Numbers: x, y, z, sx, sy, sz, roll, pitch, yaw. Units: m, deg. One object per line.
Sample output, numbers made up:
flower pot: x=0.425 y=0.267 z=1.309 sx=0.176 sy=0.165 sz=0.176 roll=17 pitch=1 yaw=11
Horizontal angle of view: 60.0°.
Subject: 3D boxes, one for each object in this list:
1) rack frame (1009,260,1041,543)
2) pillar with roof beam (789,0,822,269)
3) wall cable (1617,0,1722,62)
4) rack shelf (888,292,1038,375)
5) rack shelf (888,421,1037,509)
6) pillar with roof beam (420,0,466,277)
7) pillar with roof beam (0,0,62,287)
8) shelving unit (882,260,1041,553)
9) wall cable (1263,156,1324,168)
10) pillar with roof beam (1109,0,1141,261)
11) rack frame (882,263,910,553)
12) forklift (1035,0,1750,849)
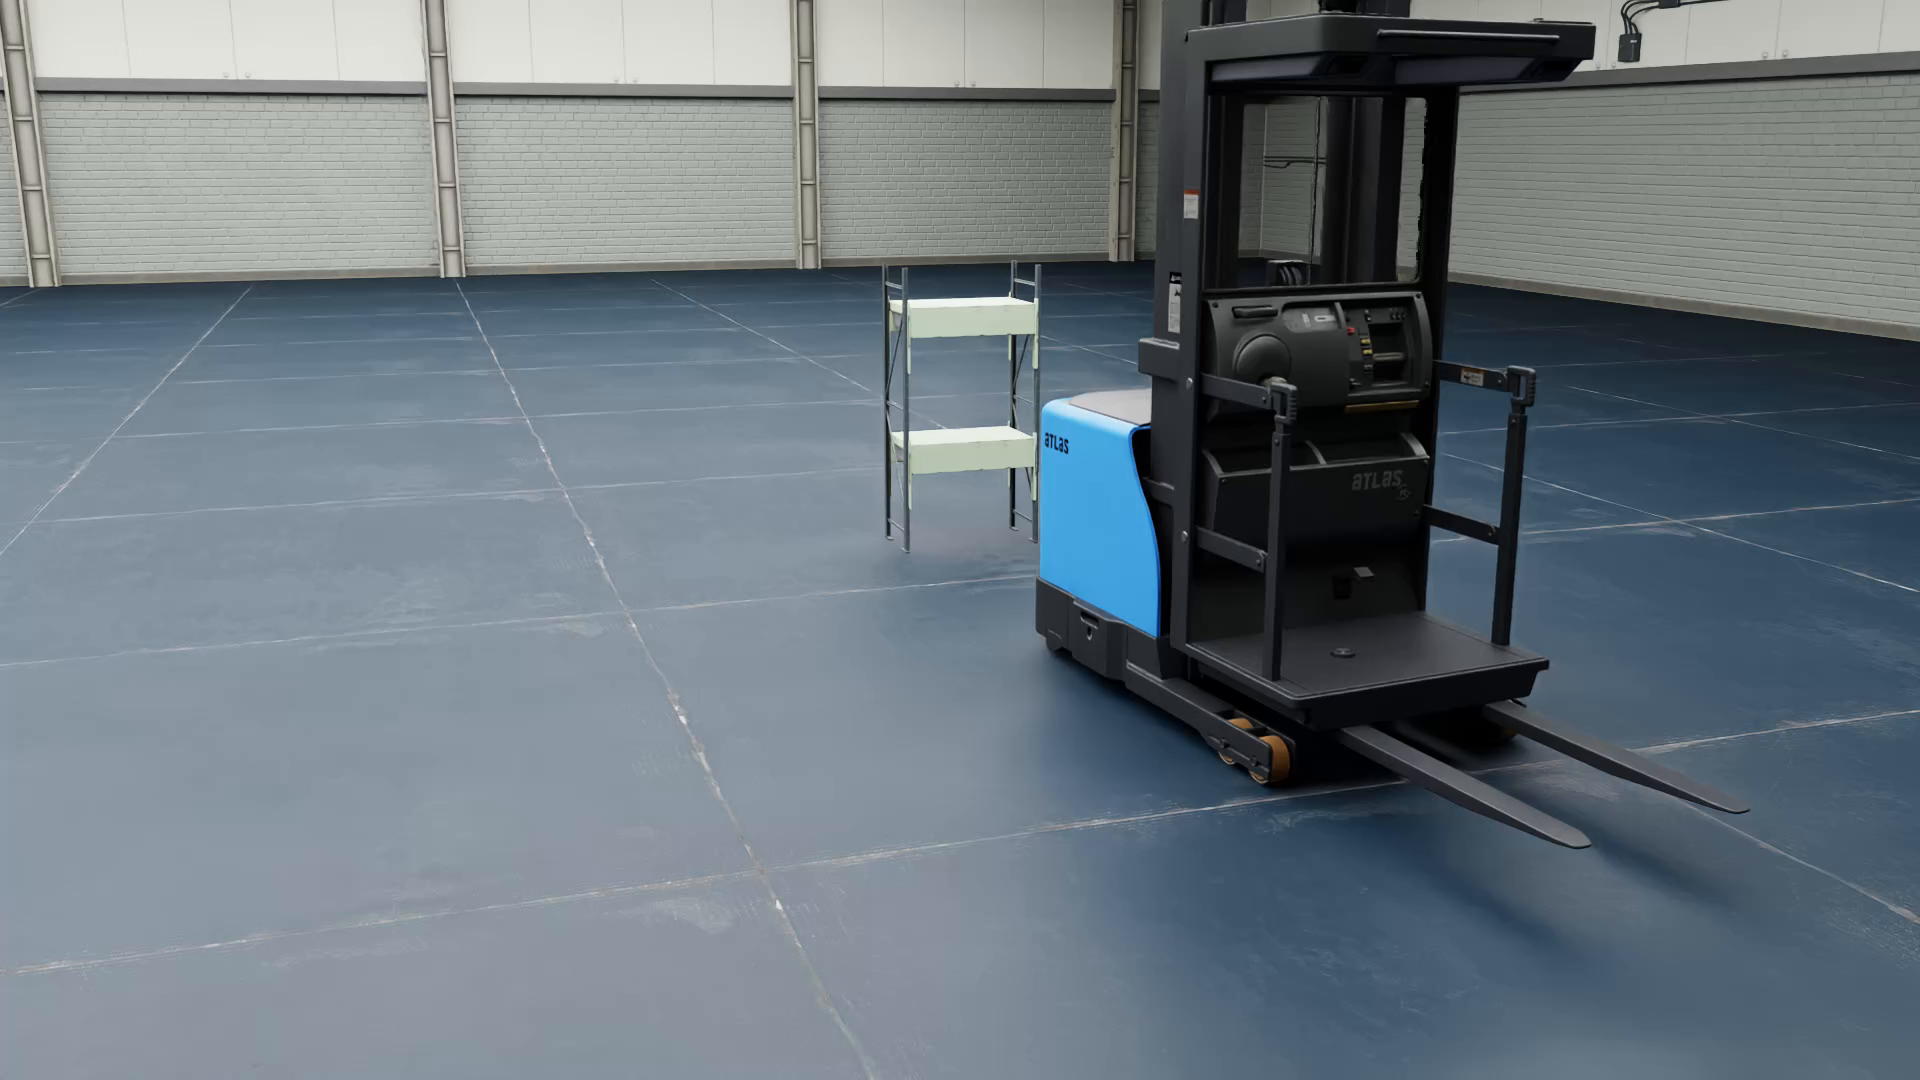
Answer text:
rack frame: x=0.353 y=-0.757 z=9.085 sx=0.023 sy=1.500 sz=0.400 roll=-4 pitch=14 yaw=-18
pillar with roof beam: x=-1.294 y=-8.220 z=24.255 sx=0.400 sy=9.000 sz=9.100 roll=-4 pitch=14 yaw=-18
wall cable: x=9.246 y=-9.106 z=20.629 sx=0.169 sy=6.003 sz=2.305 roll=-4 pitch=14 yaw=-18
rack shelf: x=0.006 y=-1.110 z=8.881 sx=0.720 sy=0.370 sz=0.431 roll=-4 pitch=14 yaw=-18
rack shelf: x=0.006 y=-0.413 z=9.047 sx=0.720 sy=0.370 sz=0.431 roll=-4 pitch=14 yaw=-18
pillar with roof beam: x=-6.981 y=-7.777 z=22.393 sx=0.400 sy=9.000 sz=9.100 roll=-4 pitch=14 yaw=-18
pillar with roof beam: x=-12.667 y=-7.335 z=20.532 sx=0.400 sy=9.000 sz=9.100 roll=-4 pitch=14 yaw=-18
shelving unit: x=0.006 y=-0.730 z=8.971 sx=0.755 sy=1.500 sz=0.431 roll=-4 pitch=14 yaw=-18
wall cable: x=6.233 y=-8.024 z=30.140 sx=0.112 sy=2.526 sz=3.097 roll=-4 pitch=14 yaw=-18
pillar with roof beam: x=4.393 y=-8.663 z=26.117 sx=0.400 sy=9.000 sz=9.100 roll=-4 pitch=14 yaw=-18
rack frame: x=-0.341 y=-0.703 z=8.858 sx=0.023 sy=1.500 sz=0.400 roll=-4 pitch=14 yaw=-18
forklift: x=1.391 y=-0.709 z=5.788 sx=1.130 sy=2.935 sz=3.031 roll=-6 pitch=15 yaw=-23
